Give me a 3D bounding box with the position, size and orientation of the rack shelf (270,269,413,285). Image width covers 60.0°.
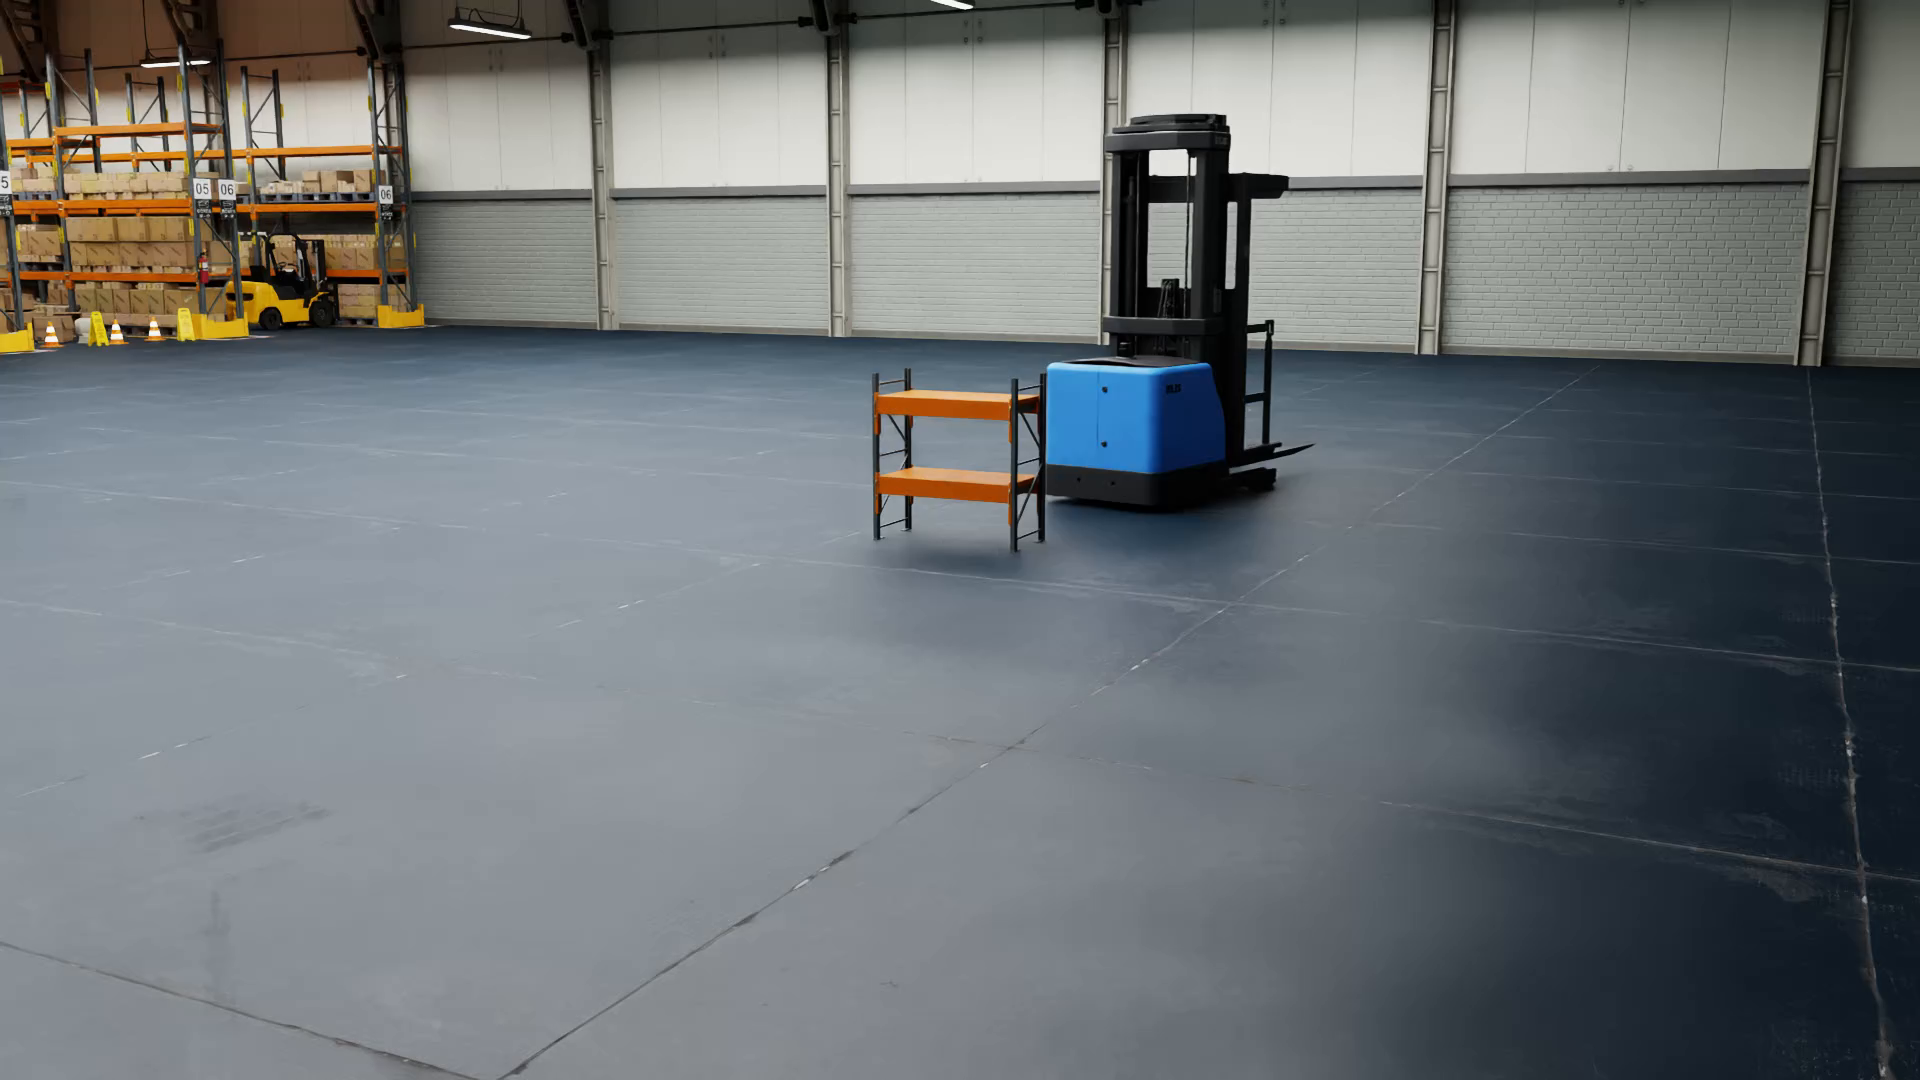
[{"bbox_3d":[-14.820,-6.262,39.426,4.000,0.370,1.077,5,11,26],"label":"rack shelf"}]

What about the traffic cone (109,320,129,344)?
[{"bbox_3d":[-16.362,-4.041,32.257,0.334,0.463,0.336,5,11,26],"label":"traffic cone"}]

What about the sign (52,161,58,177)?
[{"bbox_3d":[-19.049,-7.816,35.012,0.005,0.325,0.100,5,11,26],"label":"sign"}]

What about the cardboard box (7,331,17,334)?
[{"bbox_3d":[-18.550,-3.995,32.559,0.258,0.266,0.396,7,13,36],"label":"cardboard box"}]

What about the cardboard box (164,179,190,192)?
[{"bbox_3d":[-15.797,-7.211,33.814,0.500,0.250,0.500,5,11,25],"label":"cardboard box"}]

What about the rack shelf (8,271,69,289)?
[{"bbox_3d":[-20.600,-5.784,36.786,4.000,0.370,1.077,5,11,26],"label":"rack shelf"}]

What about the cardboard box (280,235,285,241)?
[{"bbox_3d":[-15.952,-7.191,39.602,0.250,0.149,0.380,5,11,25],"label":"cardboard box"}]

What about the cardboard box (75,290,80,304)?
[{"bbox_3d":[-22.526,-6.226,43.048,0.500,0.500,0.500,5,11,24],"label":"cardboard box"}]

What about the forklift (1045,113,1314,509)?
[{"bbox_3d":[1.933,-1.886,13.423,1.130,2.935,3.031,8,13,36],"label":"forklift"}]

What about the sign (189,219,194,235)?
[{"bbox_3d":[-15.483,-6.303,33.497,0.005,0.325,0.100,5,11,26],"label":"sign"}]

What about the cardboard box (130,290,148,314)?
[{"bbox_3d":[-16.972,-4.991,34.819,0.500,0.500,0.500,5,11,24],"label":"cardboard box"}]

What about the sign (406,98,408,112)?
[{"bbox_3d":[-12.775,-10.036,38.347,0.005,0.325,0.100,5,11,26],"label":"sign"}]

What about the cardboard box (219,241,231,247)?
[{"bbox_3d":[-17.748,-7.178,40.366,0.250,0.149,0.380,5,11,24],"label":"cardboard box"}]

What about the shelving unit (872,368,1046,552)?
[{"bbox_3d":[-0.006,-0.554,11.133,1.048,1.125,0.538,5,11,26],"label":"shelving unit"}]

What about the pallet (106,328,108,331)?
[{"bbox_3d":[-19.505,-4.669,36.437,1.213,0.211,1.003,5,11,26],"label":"pallet"}]

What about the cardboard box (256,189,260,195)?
[{"bbox_3d":[-17.288,-8.480,40.485,0.250,0.149,0.380,5,11,26],"label":"cardboard box"}]

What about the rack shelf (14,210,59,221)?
[{"bbox_3d":[-25.581,-8.683,44.384,4.000,0.370,1.077,5,11,26],"label":"rack shelf"}]

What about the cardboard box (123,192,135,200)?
[{"bbox_3d":[-17.060,-7.115,34.403,0.250,0.149,0.380,5,11,25],"label":"cardboard box"}]

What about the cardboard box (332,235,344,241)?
[{"bbox_3d":[-14.395,-7.033,38.728,0.250,0.149,0.380,5,12,27],"label":"cardboard box"}]

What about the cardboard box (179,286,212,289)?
[{"bbox_3d":[-19.058,-6.025,41.588,0.625,0.625,0.875,5,12,28],"label":"cardboard box"}]

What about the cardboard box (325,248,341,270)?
[{"bbox_3d":[-14.505,-6.587,38.922,0.500,0.500,0.500,5,11,25],"label":"cardboard box"}]

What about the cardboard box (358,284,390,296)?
[{"bbox_3d":[-13.577,-5.790,38.535,0.500,0.250,0.500,5,12,28],"label":"cardboard box"}]

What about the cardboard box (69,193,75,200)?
[{"bbox_3d":[-18.633,-7.268,35.251,0.250,0.149,0.380,5,11,25],"label":"cardboard box"}]

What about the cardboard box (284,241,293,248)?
[{"bbox_3d":[-15.777,-7.007,39.422,0.250,0.149,0.380,5,12,27],"label":"cardboard box"}]

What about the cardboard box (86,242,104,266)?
[{"bbox_3d":[-18.075,-6.061,35.180,0.500,0.500,0.500,5,11,26],"label":"cardboard box"}]

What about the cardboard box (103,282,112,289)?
[{"bbox_3d":[-17.849,-5.373,35.110,0.250,0.149,0.380,6,12,28],"label":"cardboard box"}]

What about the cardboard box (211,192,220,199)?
[{"bbox_3d":[-15.373,-7.096,34.296,0.250,0.149,0.380,5,11,26],"label":"cardboard box"}]

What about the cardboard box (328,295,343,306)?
[{"bbox_3d":[-14.518,-5.625,39.025,0.500,0.250,0.500,5,11,25],"label":"cardboard box"}]

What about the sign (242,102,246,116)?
[{"bbox_3d":[-16.843,-10.136,39.125,0.005,0.325,0.100,5,11,26],"label":"sign"}]

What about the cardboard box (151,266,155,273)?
[{"bbox_3d":[-16.558,-5.621,34.570,0.250,0.149,0.380,5,11,27],"label":"cardboard box"}]

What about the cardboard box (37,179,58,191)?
[{"bbox_3d":[-19.394,-7.612,35.687,0.500,0.250,0.500,5,11,25],"label":"cardboard box"}]

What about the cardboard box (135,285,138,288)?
[{"bbox_3d":[-20.755,-6.383,42.094,0.250,0.149,0.380,4,11,23],"label":"cardboard box"}]

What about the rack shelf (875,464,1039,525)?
[{"bbox_3d":[-0.006,-0.313,11.177,1.000,0.278,0.538,5,11,26],"label":"rack shelf"}]

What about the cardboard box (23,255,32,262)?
[{"bbox_3d":[-20.096,-6.118,36.135,0.250,0.149,0.380,5,11,26],"label":"cardboard box"}]

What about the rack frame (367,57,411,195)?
[{"bbox_3d":[-13.026,-9.410,37.957,0.127,3.000,1.000,5,11,26],"label":"rack frame"}]

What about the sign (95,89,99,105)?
[{"bbox_3d":[-18.550,-9.516,35.698,0.005,0.325,0.100,5,11,26],"label":"sign"}]

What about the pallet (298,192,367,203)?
[{"bbox_3d":[-14.747,-8.046,39.093,1.213,0.211,1.003,5,11,26],"label":"pallet"}]

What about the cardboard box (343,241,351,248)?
[{"bbox_3d":[-14.126,-6.876,38.698,0.250,0.149,0.380,5,11,25],"label":"cardboard box"}]

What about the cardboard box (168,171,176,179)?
[{"bbox_3d":[-15.867,-7.416,33.827,0.250,0.149,0.380,5,12,27],"label":"cardboard box"}]

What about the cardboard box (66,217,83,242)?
[{"bbox_3d":[-18.508,-6.599,35.344,0.500,0.500,0.700,5,11,25],"label":"cardboard box"}]

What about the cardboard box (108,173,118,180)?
[{"bbox_3d":[-17.476,-7.554,34.592,0.250,0.149,0.380,5,11,25],"label":"cardboard box"}]

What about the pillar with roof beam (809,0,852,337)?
[{"bbox_3d":[-4.395,-7.976,30.032,0.548,9.000,9.100,5,11,26],"label":"pillar with roof beam"}]

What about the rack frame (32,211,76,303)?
[{"bbox_3d":[-23.788,-7.404,43.716,0.127,3.000,1.000,5,11,26],"label":"rack frame"}]

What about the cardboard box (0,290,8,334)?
[{"bbox_3d":[-17.956,-4.071,30.086,0.875,0.875,0.875,5,11,26],"label":"cardboard box"}]

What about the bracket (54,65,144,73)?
[{"bbox_3d":[-21.472,-12.032,42.337,4.783,0.066,0.076,5,11,26],"label":"bracket"}]

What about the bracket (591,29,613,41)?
[{"bbox_3d":[-7.656,-10.818,35.629,0.430,0.232,0.235,5,11,26],"label":"bracket"}]

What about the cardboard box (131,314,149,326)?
[{"bbox_3d":[-16.996,-4.622,34.887,0.500,0.250,0.500,5,11,24],"label":"cardboard box"}]

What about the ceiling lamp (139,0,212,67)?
[{"bbox_3d":[-17.462,-12.236,37.179,2.000,3.185,0.800,5,11,26],"label":"ceiling lamp"}]

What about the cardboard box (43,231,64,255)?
[{"bbox_3d":[-19.322,-6.382,35.777,0.500,0.500,0.500,5,11,25],"label":"cardboard box"}]

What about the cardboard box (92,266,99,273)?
[{"bbox_3d":[-18.165,-5.753,35.300,0.250,0.149,0.380,5,11,26],"label":"cardboard box"}]

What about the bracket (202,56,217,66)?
[{"bbox_3d":[-18.417,-11.764,40.854,0.430,0.232,0.235,5,11,26],"label":"bracket"}]

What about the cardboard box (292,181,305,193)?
[{"bbox_3d":[-15.417,-8.274,39.017,0.258,0.266,0.396,5,11,24],"label":"cardboard box"}]
